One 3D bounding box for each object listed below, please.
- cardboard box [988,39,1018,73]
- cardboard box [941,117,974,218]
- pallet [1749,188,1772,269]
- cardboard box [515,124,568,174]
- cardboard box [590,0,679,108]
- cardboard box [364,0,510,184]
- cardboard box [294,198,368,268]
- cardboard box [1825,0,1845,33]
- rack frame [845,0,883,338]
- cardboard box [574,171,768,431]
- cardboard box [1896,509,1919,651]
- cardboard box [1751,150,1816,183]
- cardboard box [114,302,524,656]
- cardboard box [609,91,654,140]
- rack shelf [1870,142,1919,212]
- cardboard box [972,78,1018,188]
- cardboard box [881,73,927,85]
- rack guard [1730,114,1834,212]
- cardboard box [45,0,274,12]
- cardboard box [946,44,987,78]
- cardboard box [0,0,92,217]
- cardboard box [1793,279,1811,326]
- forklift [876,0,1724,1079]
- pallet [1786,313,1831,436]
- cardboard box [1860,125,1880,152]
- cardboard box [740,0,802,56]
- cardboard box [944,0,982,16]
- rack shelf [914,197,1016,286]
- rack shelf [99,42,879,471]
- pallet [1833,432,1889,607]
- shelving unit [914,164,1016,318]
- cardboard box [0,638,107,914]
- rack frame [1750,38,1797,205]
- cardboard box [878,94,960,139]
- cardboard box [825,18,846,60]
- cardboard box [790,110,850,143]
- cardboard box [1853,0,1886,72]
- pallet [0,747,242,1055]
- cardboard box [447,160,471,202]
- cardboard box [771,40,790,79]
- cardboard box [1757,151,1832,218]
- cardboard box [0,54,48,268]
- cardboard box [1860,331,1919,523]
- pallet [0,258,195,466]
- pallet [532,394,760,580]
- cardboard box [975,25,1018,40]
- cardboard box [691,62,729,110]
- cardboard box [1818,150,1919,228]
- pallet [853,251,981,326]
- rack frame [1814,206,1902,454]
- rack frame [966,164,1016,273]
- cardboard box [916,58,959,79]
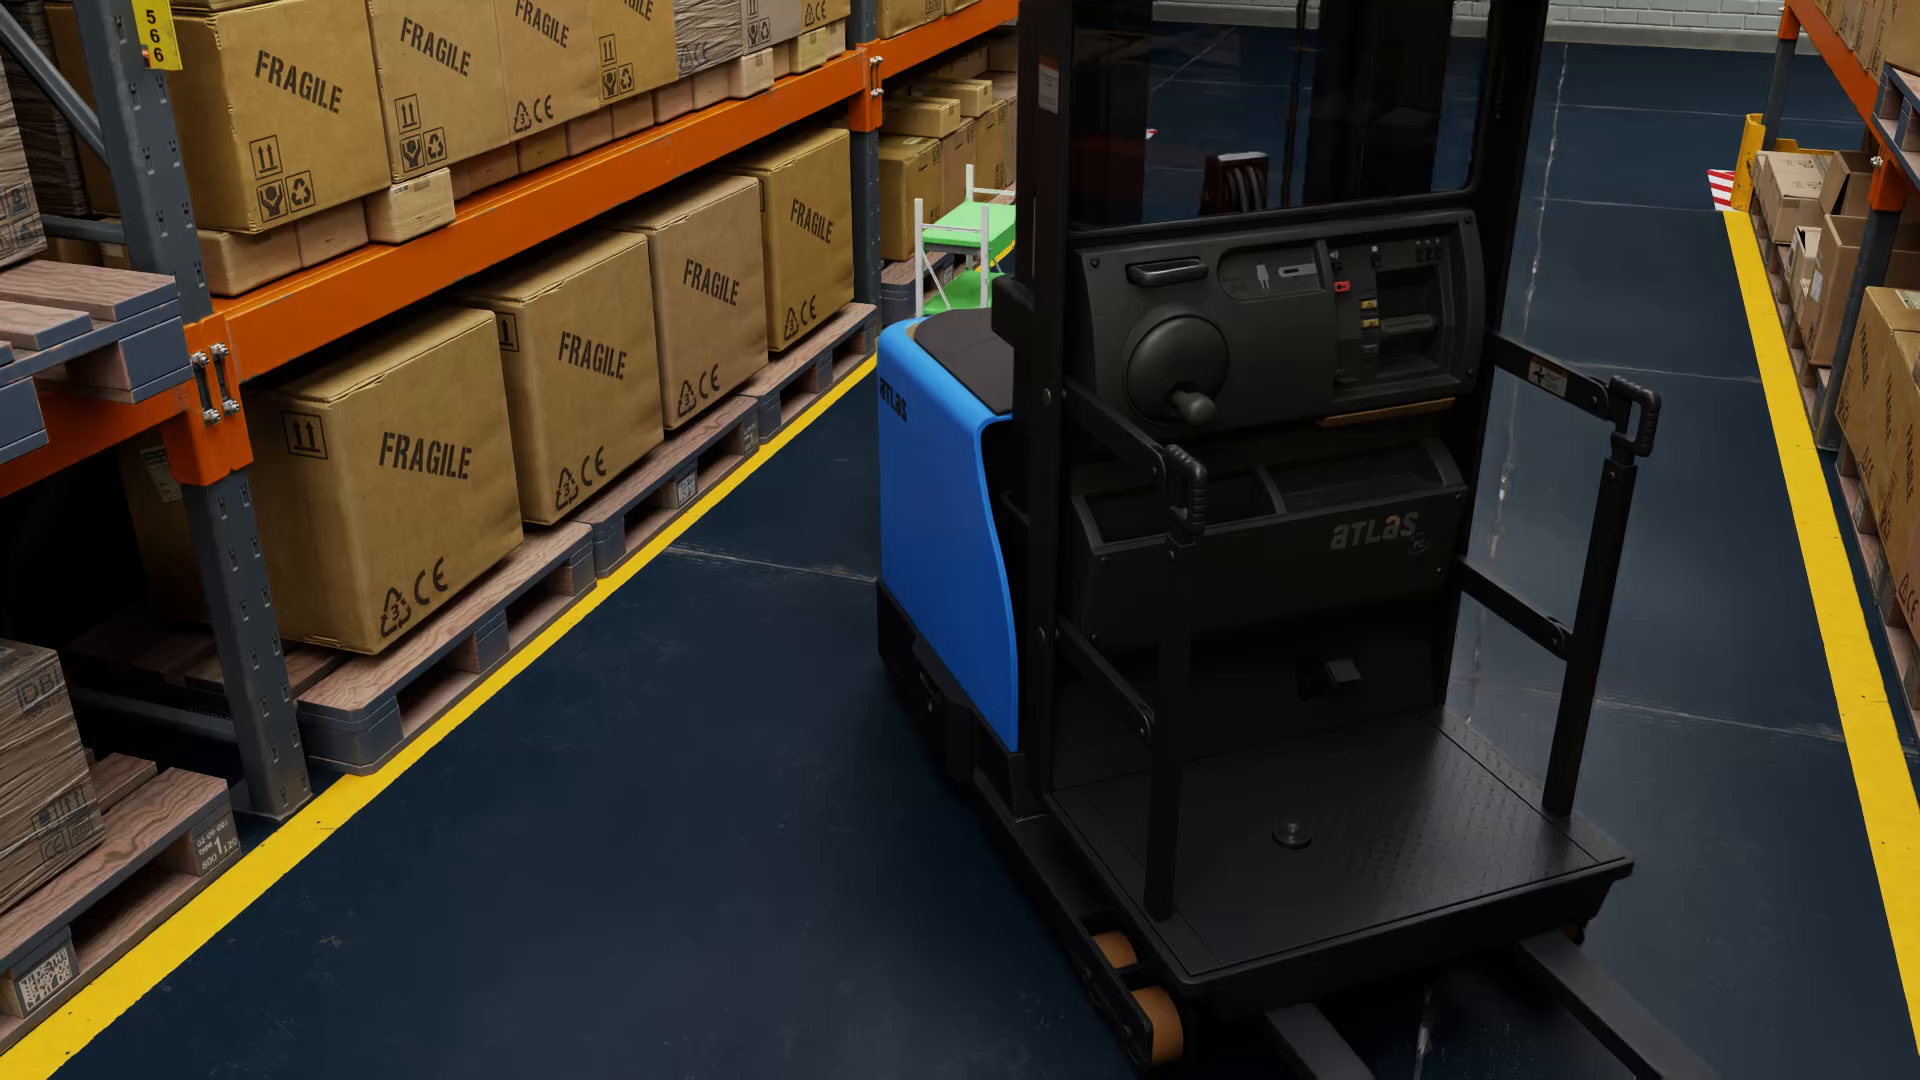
[{"bbox_3d":[0.386,-2.877,9.893,0.380,0.149,0.250,9,27,19],"label":"cardboard box"},{"bbox_3d":[-0.335,-1.926,8.673,0.700,0.500,0.500,8,27,17],"label":"cardboard box"},{"bbox_3d":[4.863,-1.677,8.971,1.003,0.211,1.213,9,27,17],"label":"pallet"},{"bbox_3d":[-1.452,-1.251,5.156,0.380,0.149,0.250,9,27,18],"label":"cardboard box"},{"bbox_3d":[-1.264,-1.703,5.347,0.500,0.500,0.500,10,27,19],"label":"cardboard box"},{"bbox_3d":[-1.596,-1.284,4.482,0.500,0.500,0.500,10,27,19],"label":"cardboard box"},{"bbox_3d":[-1.762,-0.820,4.267,0.380,0.149,0.250,9,27,18],"label":"cardboard box"},{"bbox_3d":[4.252,-2.568,7.497,0.500,0.500,0.500,9,27,18],"label":"cardboard box"},{"bbox_3d":[-0.851,-2.364,7.191,1.000,3.000,0.127,9,27,17],"label":"rack frame"},{"bbox_3d":[-1.238,-0.934,6.222,0.750,0.750,0.750,10,27,19],"label":"cardboard box"},{"bbox_3d":[2.922,0.076,4.514,0.500,0.500,0.500,8,27,15],"label":"cardboard box"},{"bbox_3d":[4.689,-2.084,9.378,0.380,0.149,0.250,9,27,17],"label":"cardboard box"},{"bbox_3d":[-1.814,-0.225,4.757,0.750,0.750,0.750,8,27,17],"label":"cardboard box"},{"bbox_3d":[-1.260,-1.457,5.582,0.380,0.149,0.250,10,27,19],"label":"cardboard box"},{"bbox_3d":[3.156,-0.502,4.169,1.077,0.370,4.000,9,27,17],"label":"rack shelf"},{"bbox_3d":[0.008,-2.357,9.563,0.700,0.500,0.500,8,27,16],"label":"cardboard box"},{"bbox_3d":[-0.396,-2.410,8.929,0.380,0.149,0.250,9,27,18],"label":"cardboard box"},{"bbox_3d":[5.127,-2.135,9.585,1.175,0.500,0.348,9,27,17],"label":"rack guard"},{"bbox_3d":[-1.778,-1.407,3.874,0.500,0.250,0.500,9,27,19],"label":"cardboard box"},{"bbox_3d":[-0.057,-2.831,9.797,0.380,0.149,0.250,9,27,18],"label":"cardboard box"},{"bbox_3d":[-2.274,-1.140,4.184,0.500,0.500,0.500,9,27,18],"label":"cardboard box"},{"bbox_3d":[3.812,-1.000,7.140,0.380,0.149,0.250,9,27,17],"label":"cardboard box"},{"bbox_3d":[0.763,-0.425,3.265,1.130,2.935,3.031,-10,27,-19],"label":"forklift"},{"bbox_3d":[4.051,-0.674,6.900,1.003,0.211,1.213,9,27,17],"label":"pallet"},{"bbox_3d":[5.204,-2.105,9.019,0.500,0.500,0.500,9,27,17],"label":"cardboard box"},{"bbox_3d":[-0.927,-2.115,6.196,0.500,0.500,0.500,9,27,18],"label":"cardboard box"},{"bbox_3d":[-0.407,-3.019,8.199,0.980,0.700,0.700,8,27,16],"label":"cardboard box"},{"bbox_3d":[0.055,-0.983,5.448,0.258,0.148,0.480,9,27,17],"label":"rack shelf"},{"bbox_3d":[-1.517,-1.218,5.650,1.077,0.370,4.000,9,27,17],"label":"rack shelf"},{"bbox_3d":[3.587,-0.052,5.616,1.003,0.211,1.213,9,27,17],"label":"pallet"},{"bbox_3d":[0.055,-0.608,5.629,0.258,1.200,0.503,9,27,17],"label":"shelving unit"},{"bbox_3d":[-2.373,0.510,3.618,0.700,0.500,0.500,9,27,18],"label":"cardboard box"},{"bbox_3d":[5.153,-3.291,9.105,1.000,3.000,0.127,9,27,17],"label":"rack frame"},{"bbox_3d":[-0.219,-2.127,8.342,0.380,0.149,0.250,10,27,19],"label":"cardboard box"},{"bbox_3d":[-0.697,-2.080,6.869,0.380,0.149,0.250,9,27,18],"label":"cardboard box"},{"bbox_3d":[-0.741,-1.982,8.043,0.380,0.149,0.250,9,27,17],"label":"cardboard box"},{"bbox_3d":[3.916,-2.147,6.627,0.500,0.500,0.500,10,27,19],"label":"cardboard box"},{"bbox_3d":[-2.444,0.856,3.740,1.003,0.211,1.213,9,27,17],"label":"pallet"},{"bbox_3d":[-1.626,-1.038,4.718,0.380,0.149,0.250,8,27,17],"label":"cardboard box"},{"bbox_3d":[-0.887,-1.873,6.442,0.380,0.149,0.250,10,27,19],"label":"cardboard box"},{"bbox_3d":[4.538,-1.864,8.807,0.500,0.250,0.500,9,27,17],"label":"cardboard box"},{"bbox_3d":[-2.329,-0.769,3.276,0.700,0.500,0.500,6,26,11],"label":"cardboard box"},{"bbox_3d":[3.264,-0.336,5.365,0.500,0.500,0.500,9,27,18],"label":"cardboard box"},{"bbox_3d":[-2.319,-0.326,3.201,1.213,0.211,1.003,9,27,17],"label":"pallet"},{"bbox_3d":[-1.441,-0.278,6.082,1.003,0.211,1.213,9,27,17],"label":"pallet"},{"bbox_3d":[0.194,-3.142,10.439,0.380,0.149,0.250,9,27,18],"label":"cardboard box"},{"bbox_3d":[-1.063,-1.665,6.012,0.380,0.149,0.250,9,27,17],"label":"cardboard box"},{"bbox_3d":[4.442,-1.494,7.754,0.797,0.503,0.637,9,27,17],"label":"cardboard box"},{"bbox_3d":[-0.524,-1.410,8.420,1.003,0.211,1.213,9,27,17],"label":"pallet"},{"bbox_3d":[3.822,-1.647,5.710,1.000,3.000,0.127,9,27,17],"label":"rack frame"},{"bbox_3d":[0.136,-0.708,5.836,0.240,1.200,0.015,9,27,17],"label":"rack frame"},{"bbox_3d":[-0.226,-2.621,9.363,0.380,0.149,0.250,9,27,18],"label":"cardboard box"}]
